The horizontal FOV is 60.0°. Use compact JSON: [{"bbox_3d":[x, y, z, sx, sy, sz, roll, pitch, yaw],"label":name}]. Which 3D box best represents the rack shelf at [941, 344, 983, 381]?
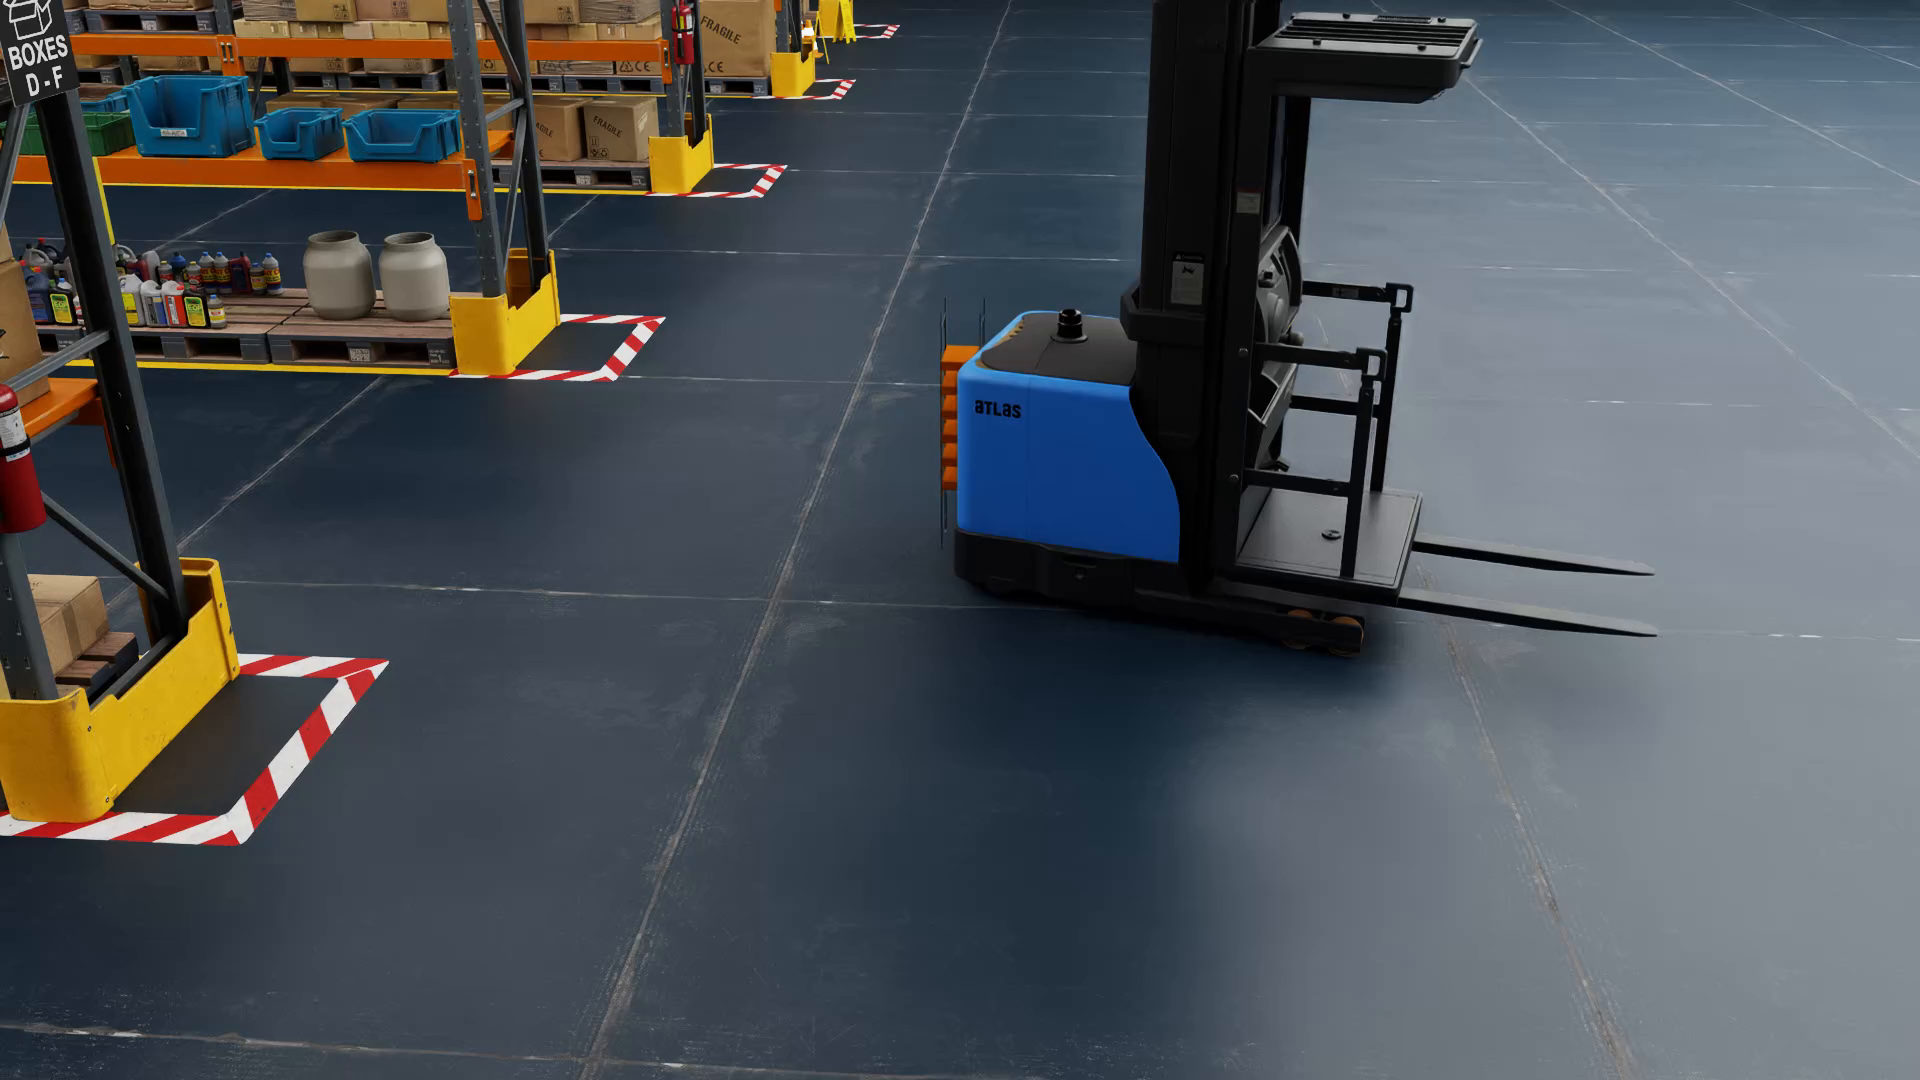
[{"bbox_3d":[0.013,-0.832,7.806,0.180,0.103,0.258,2,25,5],"label":"rack shelf"}]

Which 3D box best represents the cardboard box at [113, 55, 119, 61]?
[{"bbox_3d":[-10.678,-6.225,20.617,0.500,0.500,0.500,1,25,2],"label":"cardboard box"}]

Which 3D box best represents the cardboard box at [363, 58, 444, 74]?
[{"bbox_3d":[-6.630,-6.064,19.968,0.750,0.750,1.050,2,25,4],"label":"cardboard box"}]

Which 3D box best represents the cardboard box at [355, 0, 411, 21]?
[{"bbox_3d":[-5.038,-4.984,14.957,0.500,0.500,0.875,2,25,4],"label":"cardboard box"}]

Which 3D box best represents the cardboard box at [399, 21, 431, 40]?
[{"bbox_3d":[-4.796,-4.560,14.811,0.250,0.149,0.380,2,25,4],"label":"cardboard box"}]

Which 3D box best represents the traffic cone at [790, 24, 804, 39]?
[{"bbox_3d":[-2.265,-7.175,23.228,0.334,0.463,0.336,2,25,4],"label":"traffic cone"}]

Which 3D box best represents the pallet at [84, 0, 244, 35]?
[{"bbox_3d":[-7.235,-4.847,15.363,1.213,0.211,1.003,2,25,4],"label":"pallet"}]

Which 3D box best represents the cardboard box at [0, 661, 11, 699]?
[{"bbox_3d":[-3.815,0.572,6.144,0.500,0.250,0.500,2,25,4],"label":"cardboard box"}]

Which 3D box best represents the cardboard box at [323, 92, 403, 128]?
[{"bbox_3d":[-5.517,-3.859,15.476,0.500,0.500,0.500,10,27,21],"label":"cardboard box"}]

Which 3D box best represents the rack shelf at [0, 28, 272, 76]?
[{"bbox_3d":[-8.478,-4.586,15.427,4.000,0.370,1.077,2,25,4],"label":"rack shelf"}]

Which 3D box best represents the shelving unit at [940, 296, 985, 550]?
[{"bbox_3d":[0.013,-0.545,7.938,0.189,1.200,0.258,2,25,5],"label":"shelving unit"}]

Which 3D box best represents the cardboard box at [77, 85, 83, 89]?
[{"bbox_3d":[-8.683,-4.000,15.758,0.500,0.500,0.700,4,25,8],"label":"cardboard box"}]

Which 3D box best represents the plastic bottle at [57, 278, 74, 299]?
[{"bbox_3d":[-5.753,-1.551,10.709,0.097,0.271,0.097,0,25,0],"label":"plastic bottle"}]

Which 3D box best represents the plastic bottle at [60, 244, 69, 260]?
[{"bbox_3d":[-6.008,-1.874,11.316,0.185,0.351,0.144,1,25,1],"label":"plastic bottle"}]

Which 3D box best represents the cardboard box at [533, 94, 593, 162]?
[{"bbox_3d":[-3.716,-3.808,15.364,0.500,0.500,0.500,8,26,18],"label":"cardboard box"}]

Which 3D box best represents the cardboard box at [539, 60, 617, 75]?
[{"bbox_3d":[-4.483,-6.062,19.813,0.875,0.875,0.875,2,25,4],"label":"cardboard box"}]

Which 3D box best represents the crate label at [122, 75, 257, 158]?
[{"bbox_3d":[-4.731,-2.619,10.249,0.616,0.435,0.502,2,25,4],"label":"crate label"}]

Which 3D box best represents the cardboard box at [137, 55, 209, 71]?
[{"bbox_3d":[-9.392,-6.152,20.160,0.750,0.750,1.050,2,25,3],"label":"cardboard box"}]

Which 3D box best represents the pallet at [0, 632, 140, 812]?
[{"bbox_3d":[-4.024,0.668,6.485,1.213,0.211,1.003,2,25,4],"label":"pallet"}]

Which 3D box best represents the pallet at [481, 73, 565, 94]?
[{"bbox_3d":[-5.252,-5.589,20.083,1.213,0.211,1.003,2,25,4],"label":"pallet"}]

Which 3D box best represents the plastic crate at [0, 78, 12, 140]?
[{"bbox_3d":[-6.351,-2.686,10.513,0.504,0.338,0.767,2,25,4],"label":"plastic crate"}]

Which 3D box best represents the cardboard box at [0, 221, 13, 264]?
[{"bbox_3d":[-3.633,-1.034,5.953,0.250,0.149,0.380,2,25,4],"label":"cardboard box"}]

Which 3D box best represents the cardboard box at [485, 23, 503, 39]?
[{"bbox_3d":[-4.044,-4.563,14.817,0.250,0.149,0.380,2,25,4],"label":"cardboard box"}]

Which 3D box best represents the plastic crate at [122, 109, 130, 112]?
[{"bbox_3d":[-5.225,-2.718,10.823,0.437,0.136,0.530,2,25,4],"label":"plastic crate"}]

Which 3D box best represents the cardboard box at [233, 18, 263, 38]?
[{"bbox_3d":[-6.293,-4.602,14.903,0.250,0.149,0.380,2,25,4],"label":"cardboard box"}]

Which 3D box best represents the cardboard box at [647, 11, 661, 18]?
[{"bbox_3d":[-2.762,-4.715,15.148,0.250,0.149,0.380,2,25,4],"label":"cardboard box"}]

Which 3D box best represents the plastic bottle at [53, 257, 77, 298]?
[{"bbox_3d":[-5.994,-1.778,11.196,0.135,0.276,0.152,2,25,4],"label":"plastic bottle"}]

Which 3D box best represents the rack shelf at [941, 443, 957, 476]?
[{"bbox_3d":[0.013,-0.396,8.007,0.180,0.103,0.258,2,25,5],"label":"rack shelf"}]

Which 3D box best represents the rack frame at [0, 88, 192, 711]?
[{"bbox_3d":[-3.258,-0.592,5.887,0.127,3.000,1.000,2,25,4],"label":"rack frame"}]

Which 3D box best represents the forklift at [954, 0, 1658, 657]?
[{"bbox_3d":[1.547,-1.085,7.040,3.031,2.935,1.130,9,26,18],"label":"forklift"}]

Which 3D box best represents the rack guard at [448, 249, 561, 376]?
[{"bbox_3d":[-2.955,-1.504,10.859,0.348,0.500,1.175,2,25,4],"label":"rack guard"}]

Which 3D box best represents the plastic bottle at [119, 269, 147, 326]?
[{"bbox_3d":[-5.293,-1.556,10.626,0.185,0.351,0.144,3,25,6],"label":"plastic bottle"}]

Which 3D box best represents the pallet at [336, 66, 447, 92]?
[{"bbox_3d":[-6.779,-5.639,20.192,1.213,0.211,1.003,2,25,4],"label":"pallet"}]

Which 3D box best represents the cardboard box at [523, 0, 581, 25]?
[{"bbox_3d":[-3.550,-4.896,14.766,0.500,0.500,0.875,2,25,4],"label":"cardboard box"}]

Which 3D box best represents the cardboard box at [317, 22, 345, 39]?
[{"bbox_3d":[-5.543,-4.588,14.873,0.250,0.149,0.380,2,25,4],"label":"cardboard box"}]

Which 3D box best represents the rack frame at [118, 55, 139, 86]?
[{"bbox_3d":[-9.992,-7.041,19.902,0.127,3.000,1.000,2,25,4],"label":"rack frame"}]

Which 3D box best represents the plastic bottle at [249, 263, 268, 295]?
[{"bbox_3d":[-4.762,-1.776,11.282,0.097,0.201,0.097,0,25,0],"label":"plastic bottle"}]

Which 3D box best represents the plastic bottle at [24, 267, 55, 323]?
[{"bbox_3d":[-5.902,-1.576,10.668,0.185,0.351,0.144,1,25,2],"label":"plastic bottle"}]

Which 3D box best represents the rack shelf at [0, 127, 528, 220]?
[{"bbox_3d":[-4.869,-2.394,10.663,4.000,0.370,1.077,2,25,4],"label":"rack shelf"}]

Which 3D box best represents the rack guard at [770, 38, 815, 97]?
[{"bbox_3d":[-1.992,-5.648,19.866,0.348,0.500,1.175,2,25,4],"label":"rack guard"}]

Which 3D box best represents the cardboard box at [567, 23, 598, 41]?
[{"bbox_3d":[-3.298,-4.524,14.734,0.250,0.149,0.380,2,25,4],"label":"cardboard box"}]

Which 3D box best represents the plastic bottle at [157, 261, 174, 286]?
[{"bbox_3d":[-5.404,-1.797,11.327,0.097,0.201,0.097,0,25,0],"label":"plastic bottle"}]

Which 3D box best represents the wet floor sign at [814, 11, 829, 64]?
[{"bbox_3d":[-1.835,-6.539,21.629,0.232,0.644,0.267,-2,25,-5],"label":"wet floor sign"}]

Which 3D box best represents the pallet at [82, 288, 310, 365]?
[{"bbox_3d":[-4.977,-1.441,11.068,1.213,0.211,1.003,2,25,4],"label":"pallet"}]

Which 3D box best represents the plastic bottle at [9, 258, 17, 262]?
[{"bbox_3d":[-6.478,-1.831,11.402,0.097,0.201,0.097,0,25,0],"label":"plastic bottle"}]

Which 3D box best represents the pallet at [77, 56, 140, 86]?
[{"bbox_3d":[-10.771,-5.800,20.540,1.213,0.211,1.003,2,25,4],"label":"pallet"}]

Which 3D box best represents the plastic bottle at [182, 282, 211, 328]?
[{"bbox_3d":[-4.858,-1.494,10.572,0.133,0.283,0.061,2,25,5],"label":"plastic bottle"}]

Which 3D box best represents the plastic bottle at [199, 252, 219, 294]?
[{"bbox_3d":[-5.101,-1.819,11.291,0.097,0.271,0.097,0,25,0],"label":"plastic bottle"}]
